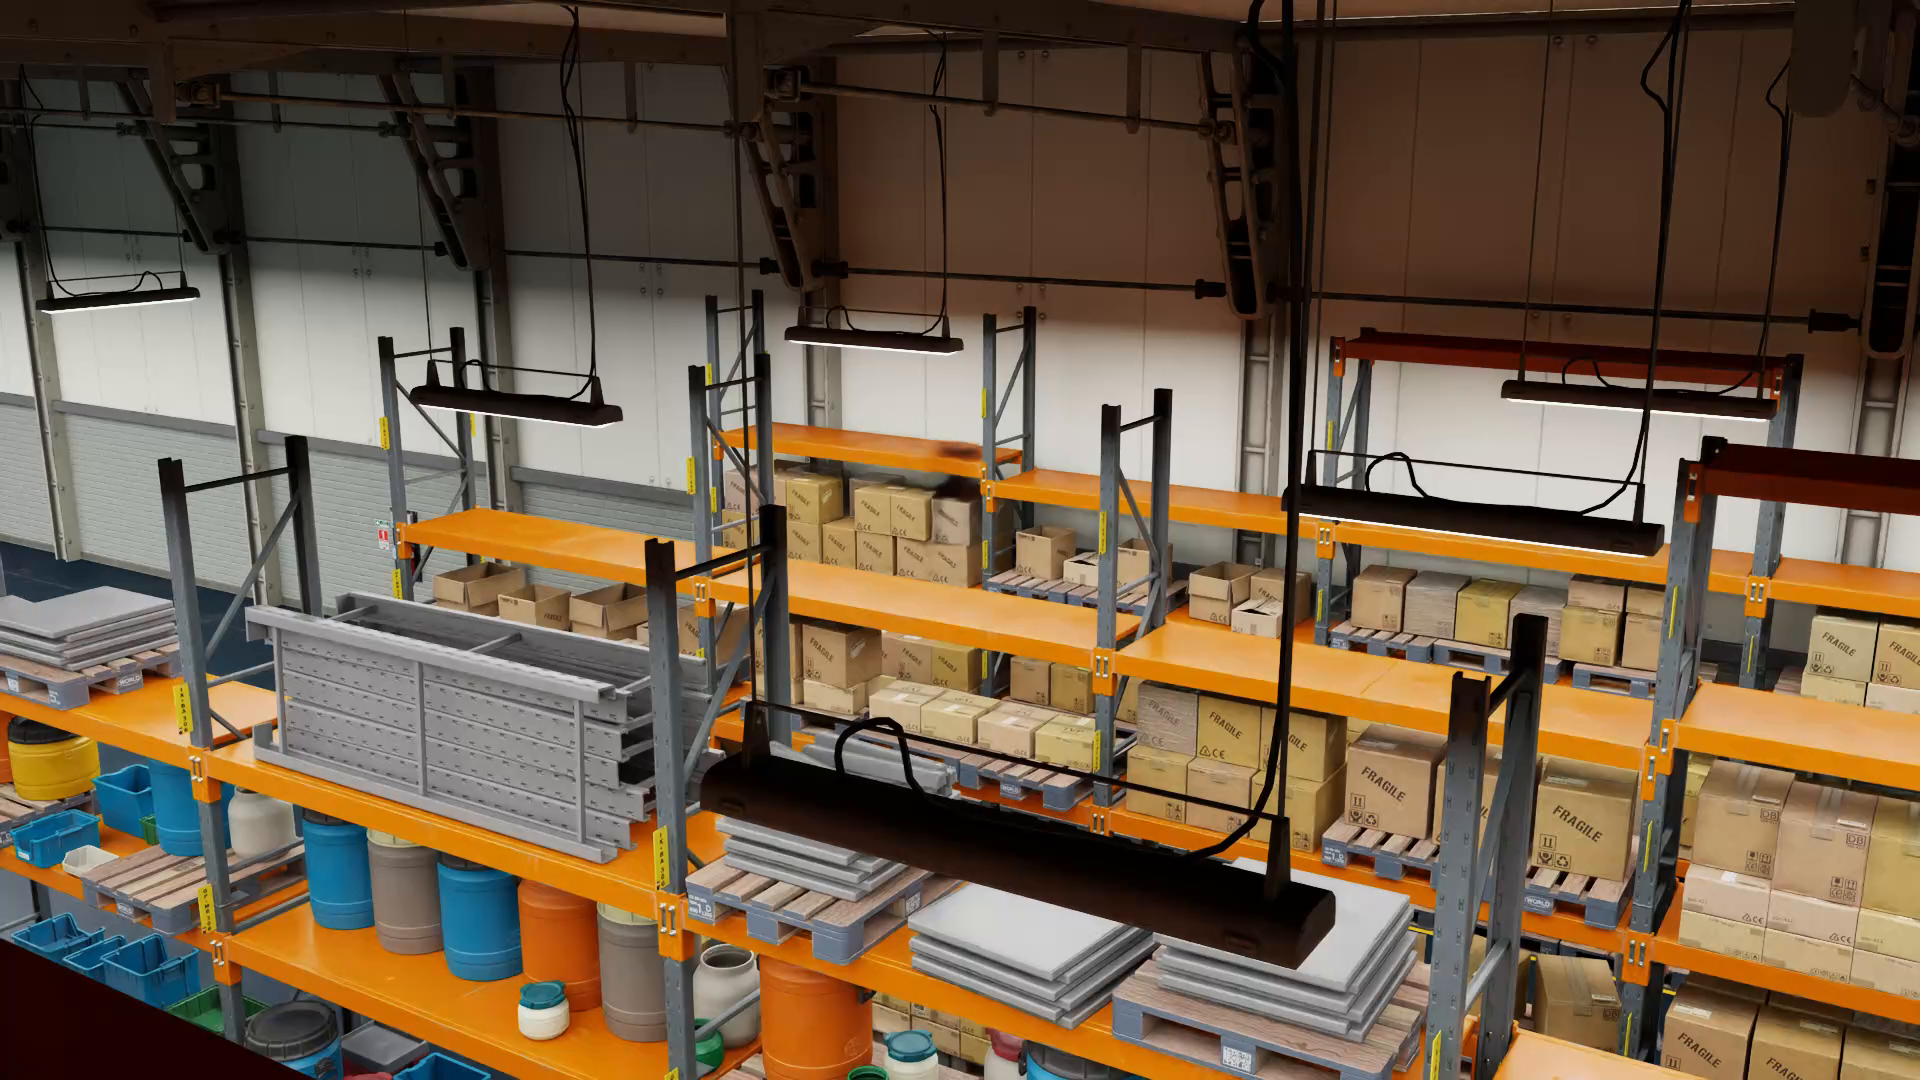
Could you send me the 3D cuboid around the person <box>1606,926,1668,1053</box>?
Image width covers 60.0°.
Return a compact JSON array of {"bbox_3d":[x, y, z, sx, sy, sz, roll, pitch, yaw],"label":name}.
[{"bbox_3d":[6.059,3.655,14.816,0.473,1.776,0.610,-7,16,-28],"label":"person"}]
